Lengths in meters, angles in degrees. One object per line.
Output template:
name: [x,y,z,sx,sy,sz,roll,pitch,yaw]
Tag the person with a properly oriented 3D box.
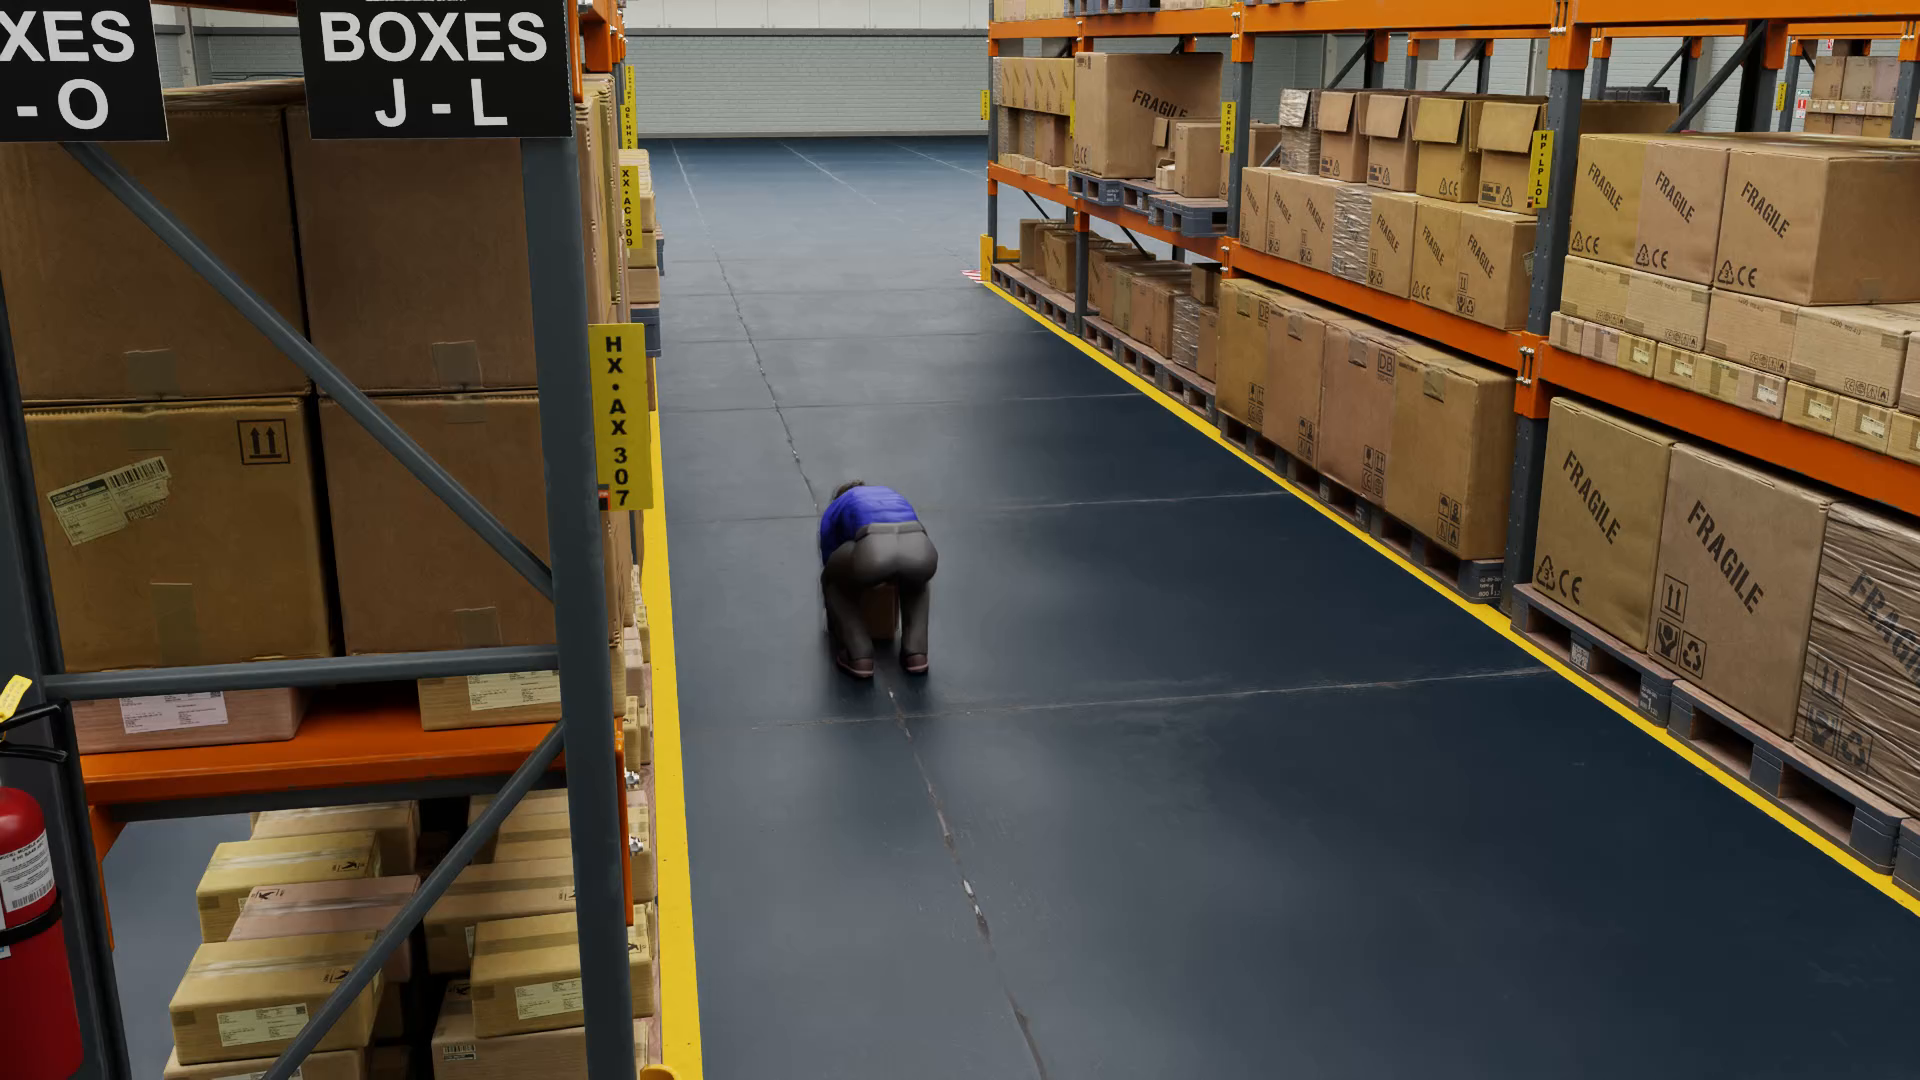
person: [-0.363,0.159,7.168,0.463,0.772,0.872,-4,17,-14]
